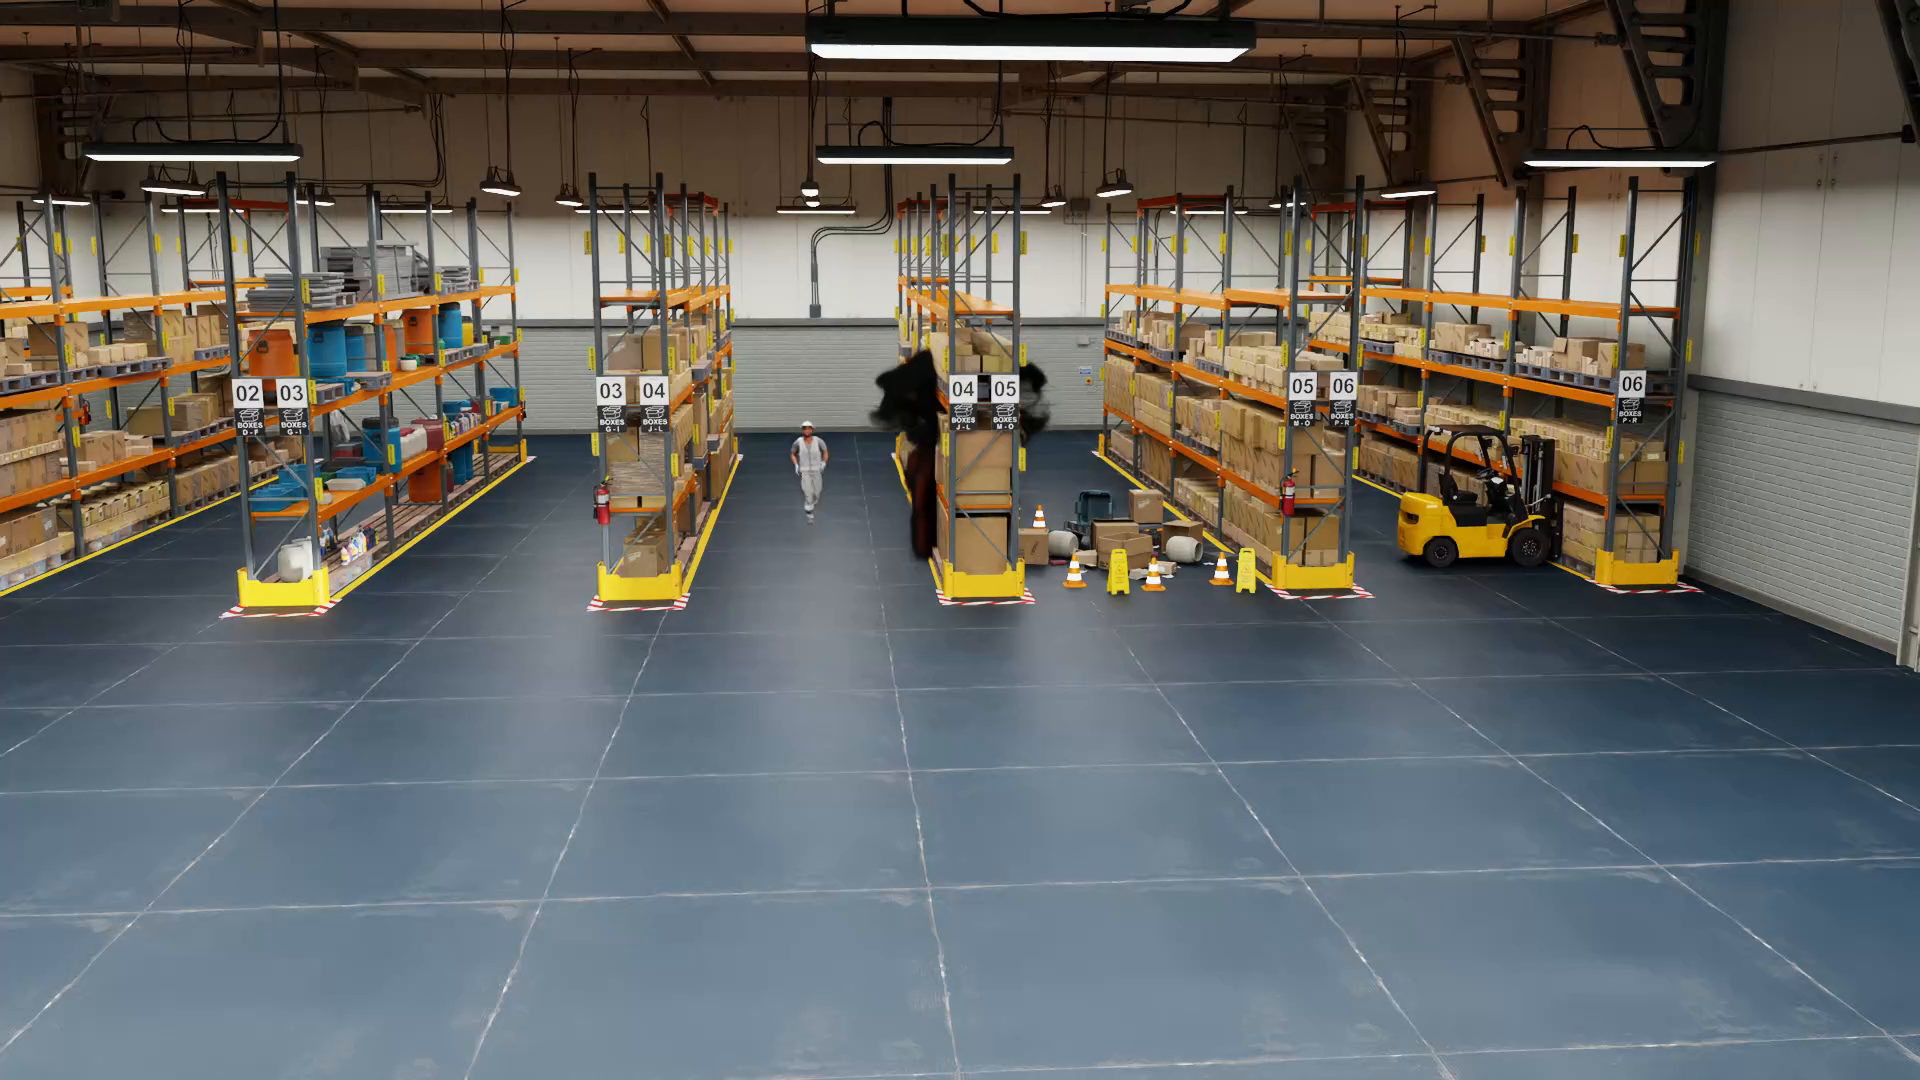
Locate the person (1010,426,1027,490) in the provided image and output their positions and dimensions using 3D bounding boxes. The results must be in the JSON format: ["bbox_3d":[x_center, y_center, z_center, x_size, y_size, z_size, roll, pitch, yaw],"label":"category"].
[{"bbox_3d":[1.104,-1.728,33.931,0.555,1.614,0.786,0,10,-1],"label":"person"}]

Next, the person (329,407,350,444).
[{"bbox_3d":[-14.777,-2.714,39.360,0.642,1.683,0.871,-9,14,-42],"label":"person"}]

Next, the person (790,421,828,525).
[{"bbox_3d":[-2.585,-1.164,28.603,0.651,1.767,0.565,-2,10,-9],"label":"person"}]
